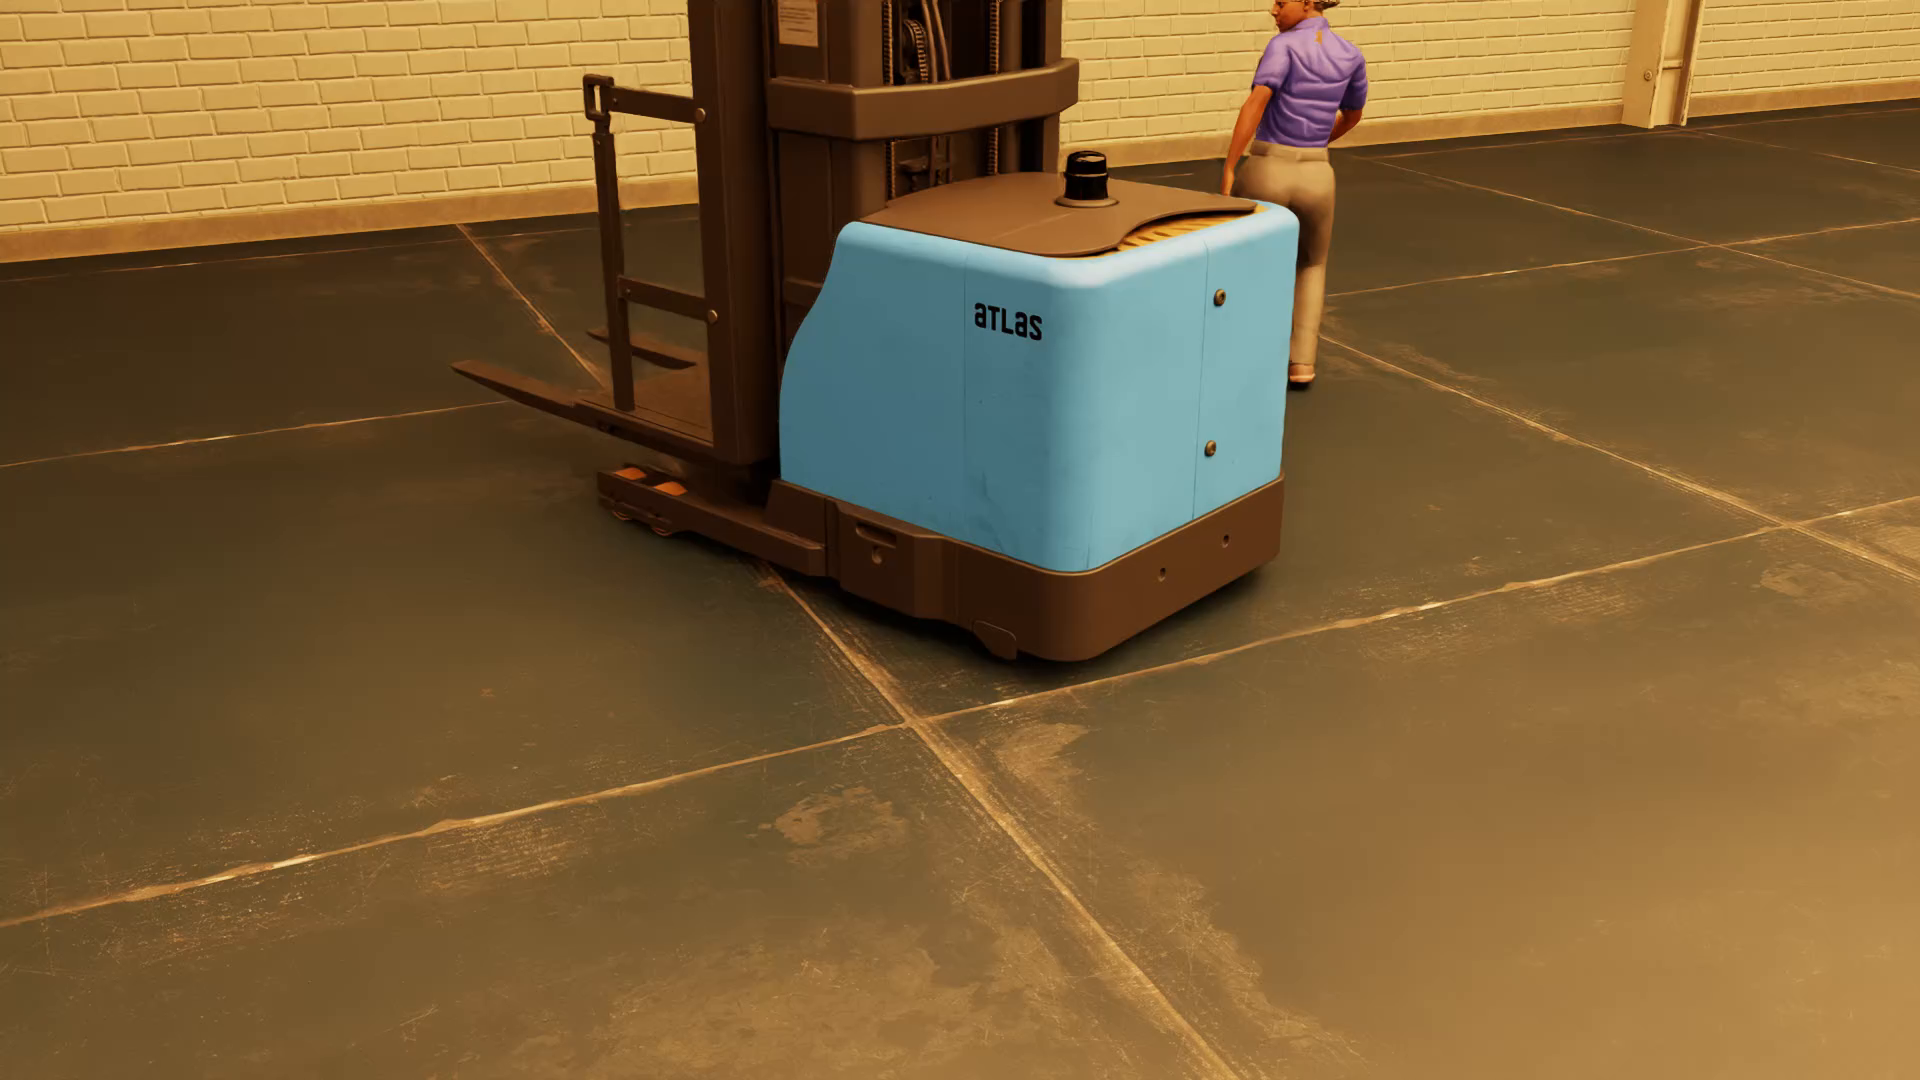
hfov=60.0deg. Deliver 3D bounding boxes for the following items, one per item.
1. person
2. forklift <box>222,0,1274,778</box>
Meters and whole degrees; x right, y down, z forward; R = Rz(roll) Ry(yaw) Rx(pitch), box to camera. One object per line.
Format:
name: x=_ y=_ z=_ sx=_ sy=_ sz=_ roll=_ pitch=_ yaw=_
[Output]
person: x=1.825 y=-1.736 z=7.181 sx=0.577 sy=1.626 sz=0.443 roll=15 pitch=27 yaw=32
forklift: x=-0.413 y=-1.182 z=4.131 sx=1.130 sy=2.935 sz=3.031 roll=19 pitch=29 yaw=39
